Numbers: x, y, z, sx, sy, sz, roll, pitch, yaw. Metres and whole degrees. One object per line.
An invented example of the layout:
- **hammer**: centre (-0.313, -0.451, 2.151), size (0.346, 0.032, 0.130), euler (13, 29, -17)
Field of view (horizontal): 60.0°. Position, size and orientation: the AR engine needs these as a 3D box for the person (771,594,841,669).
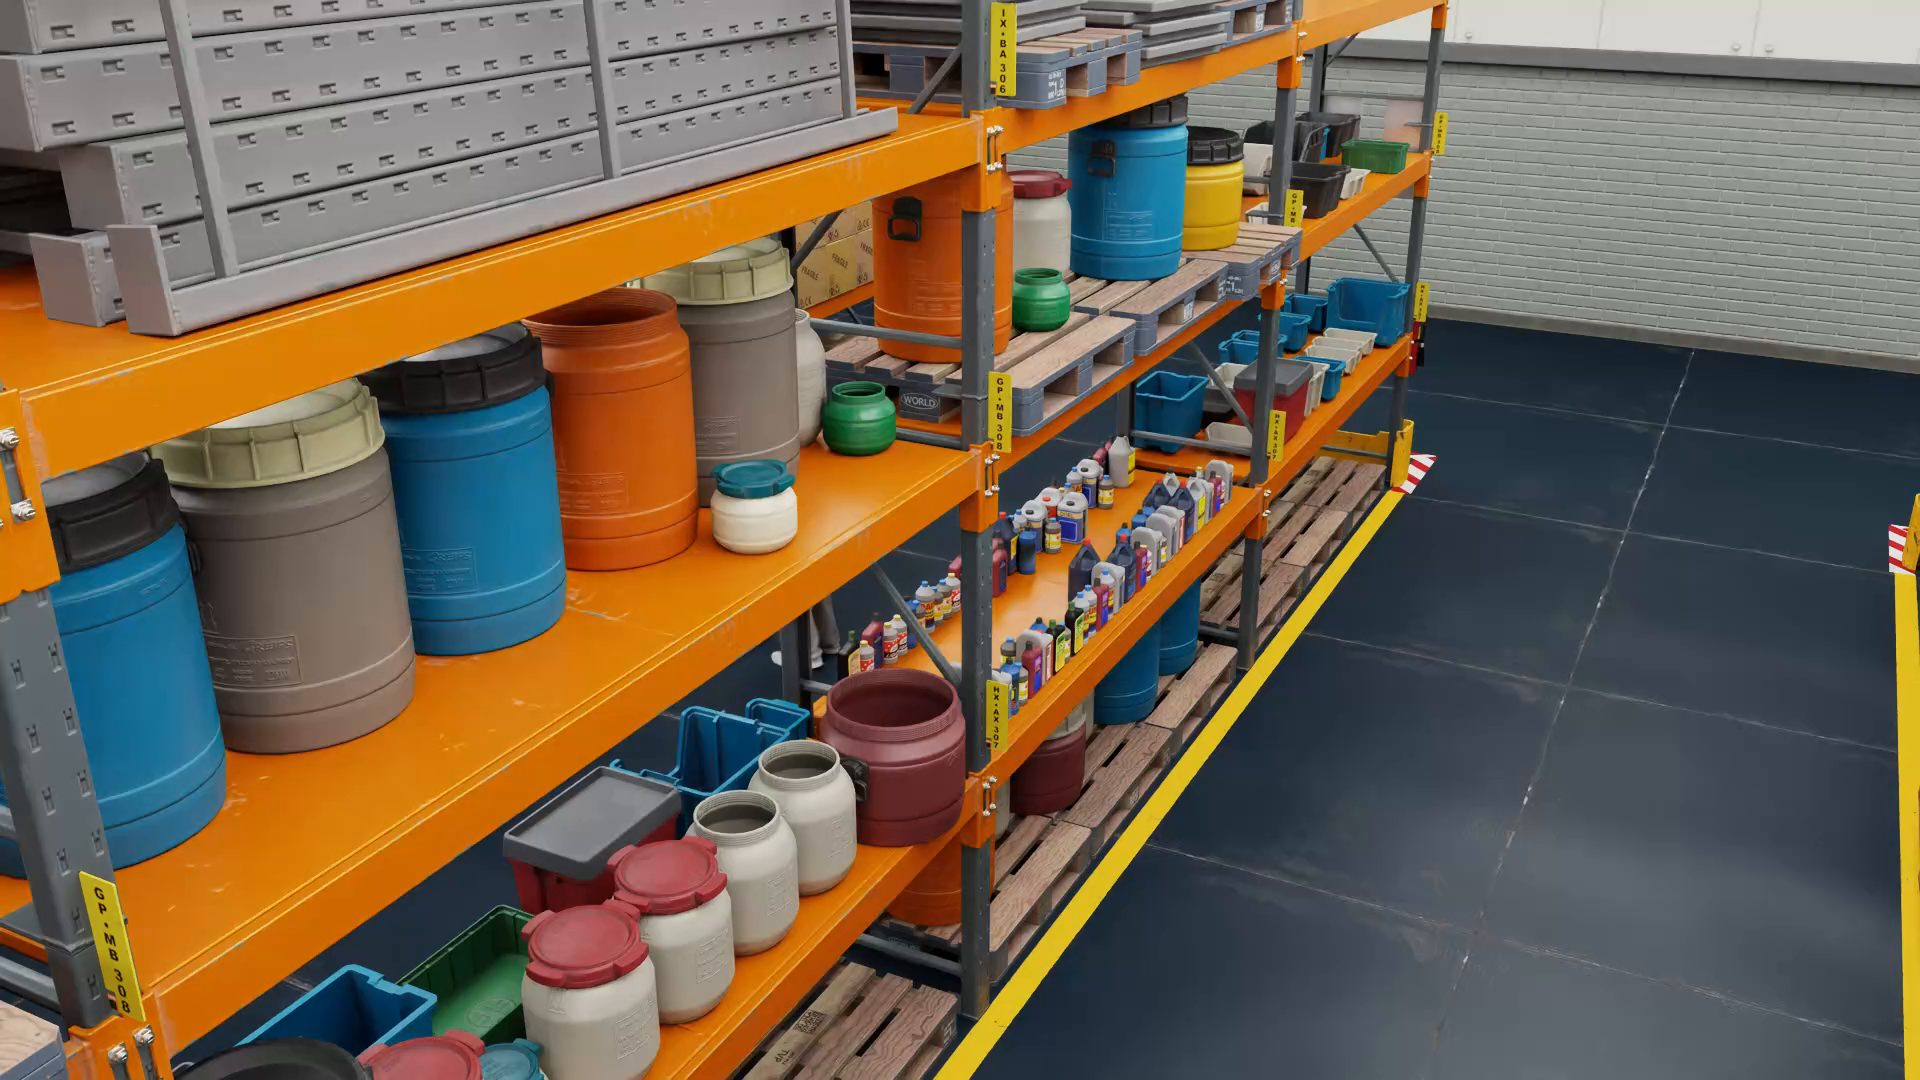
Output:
- **person**: centre (-1.043, -0.025, 10.862), size (0.380, 1.778, 0.562), euler (11, 25, 26)
